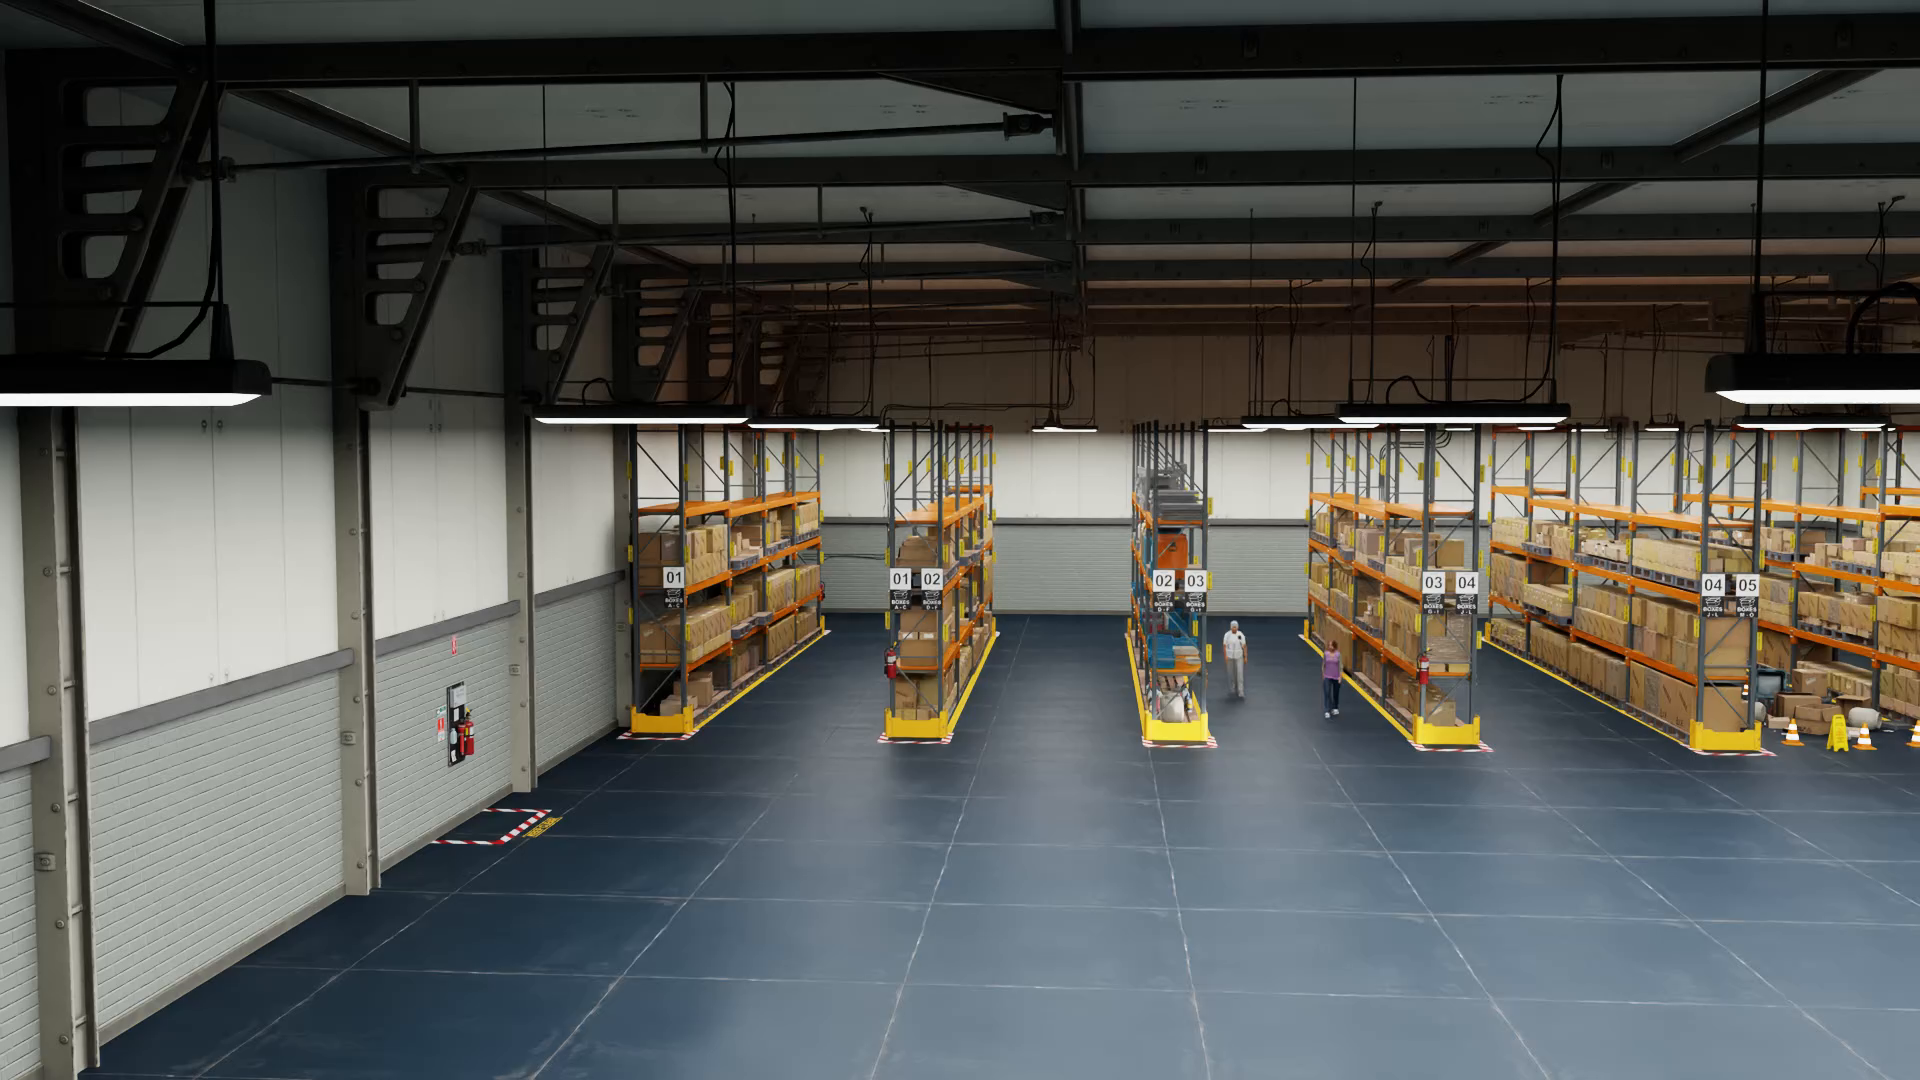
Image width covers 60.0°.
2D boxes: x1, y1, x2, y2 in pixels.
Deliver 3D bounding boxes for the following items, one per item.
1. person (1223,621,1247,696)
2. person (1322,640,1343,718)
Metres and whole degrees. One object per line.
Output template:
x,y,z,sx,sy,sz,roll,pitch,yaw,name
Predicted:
6.022,2.581,36.470,0.514,1.618,0.922,1,4,14,person
7.528,2.797,33.609,0.432,1.552,0.903,1,4,16,person
